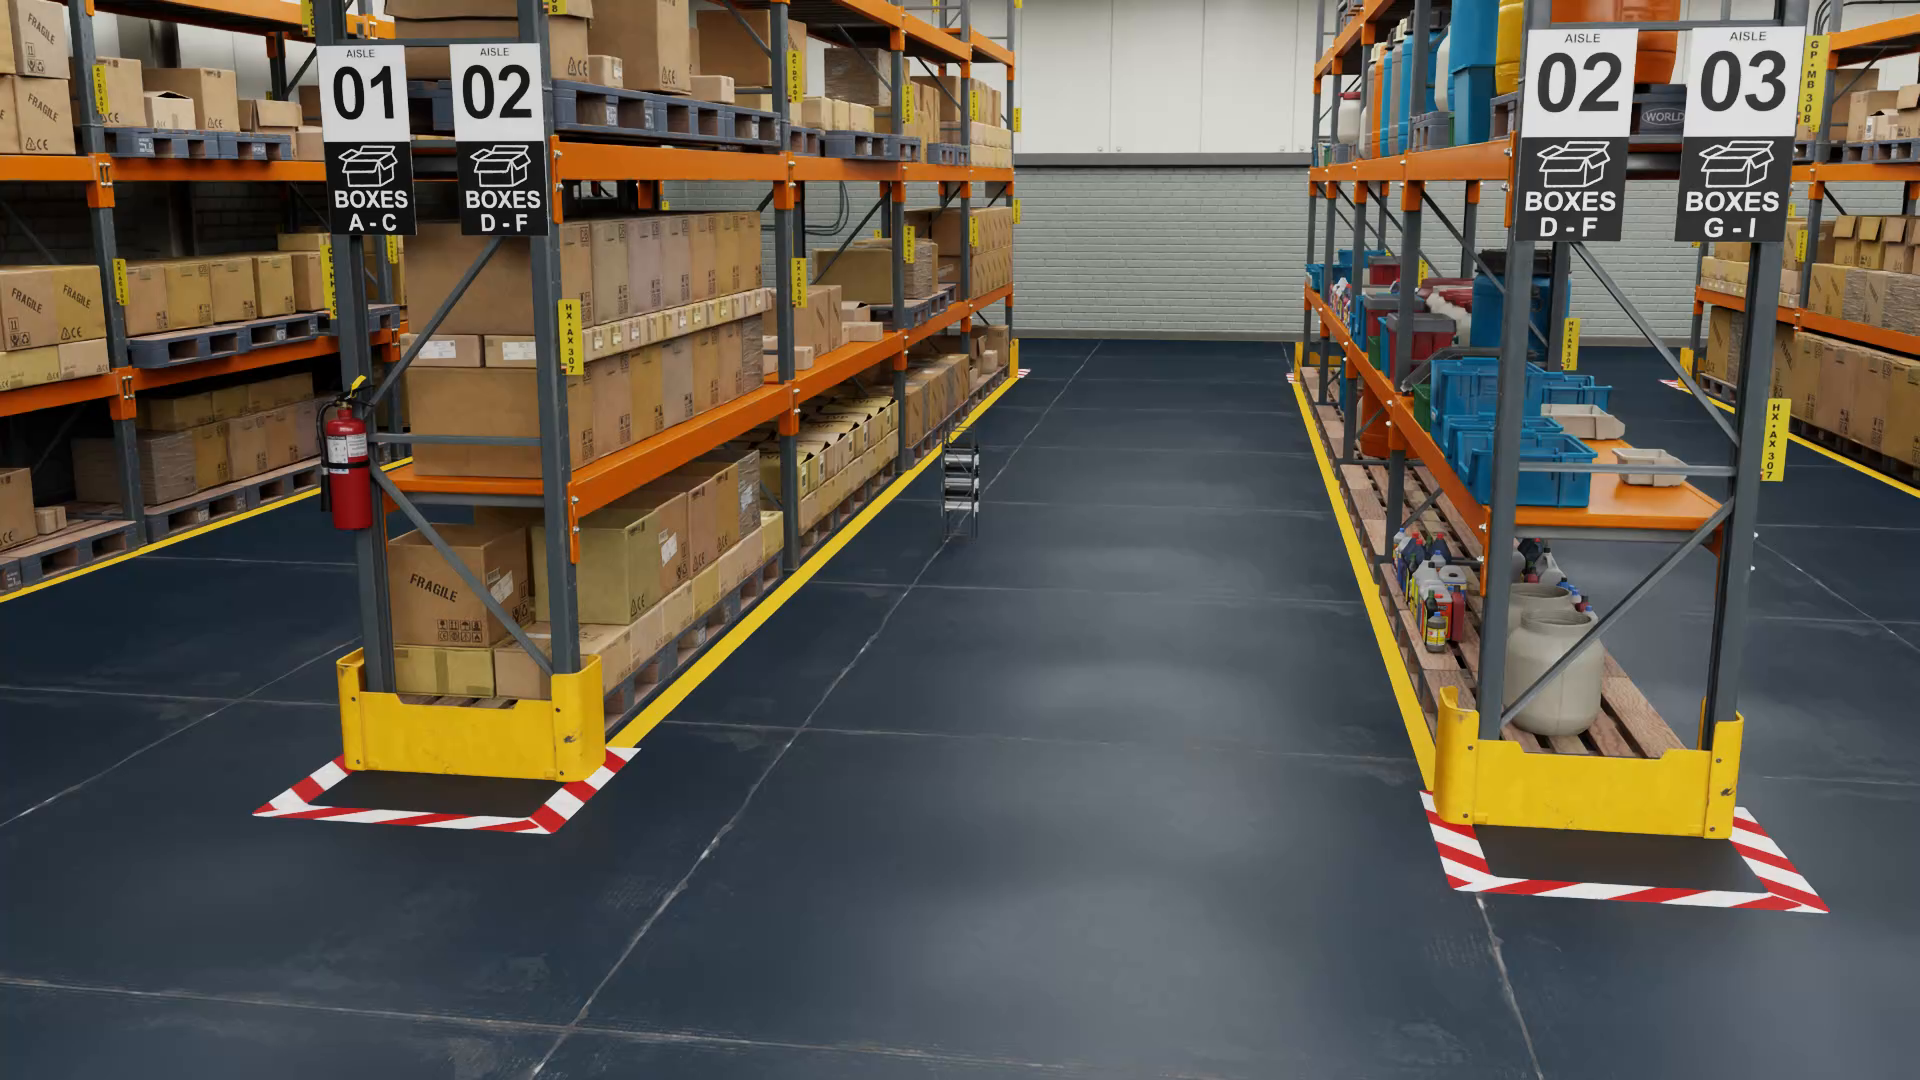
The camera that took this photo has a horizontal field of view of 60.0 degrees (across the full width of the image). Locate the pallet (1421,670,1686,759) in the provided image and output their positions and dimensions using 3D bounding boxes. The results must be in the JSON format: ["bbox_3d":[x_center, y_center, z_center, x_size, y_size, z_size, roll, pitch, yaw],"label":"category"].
[{"bbox_3d":[2.753,0.900,7.817,1.003,0.211,1.213,2,12,9],"label":"pallet"}]

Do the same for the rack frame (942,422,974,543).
[{"bbox_3d":[-0.014,-0.420,12.308,0.240,0.900,0.006,2,12,9],"label":"rack frame"}]

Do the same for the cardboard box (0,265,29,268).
[{"bbox_3d":[-6.795,-1.643,11.524,0.500,0.500,0.500,2,12,7],"label":"cardboard box"}]

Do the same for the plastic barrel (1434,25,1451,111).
[{"bbox_3d":[3.012,-2.753,9.764,0.421,0.512,0.421,0,12,0],"label":"plastic barrel"}]

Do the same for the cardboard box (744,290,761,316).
[{"bbox_3d":[-1.492,-1.522,10.659,0.380,0.149,0.250,2,12,7],"label":"cardboard box"}]

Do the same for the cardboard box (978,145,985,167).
[{"bbox_3d":[0.009,-4.526,19.613,0.500,0.250,0.500,2,12,9],"label":"cardboard box"}]

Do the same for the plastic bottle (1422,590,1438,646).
[{"bbox_3d":[2.506,0.414,8.854,0.061,0.283,0.133,2,12,10],"label":"plastic bottle"}]

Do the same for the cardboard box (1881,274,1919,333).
[{"bbox_3d":[8.772,-2.153,15.128,0.500,0.500,0.500,1,12,7],"label":"cardboard box"}]

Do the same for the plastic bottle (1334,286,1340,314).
[{"bbox_3d":[3.888,-2.471,17.114,0.061,0.283,0.133,2,12,9],"label":"plastic bottle"}]

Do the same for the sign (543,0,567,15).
[{"bbox_3d":[-1.689,-2.351,6.901,0.100,0.325,0.005,2,12,9],"label":"sign"}]

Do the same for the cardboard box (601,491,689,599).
[{"bbox_3d":[-1.795,0.021,9.026,0.500,0.500,0.500,2,12,9],"label":"cardboard box"}]

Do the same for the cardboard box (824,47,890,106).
[{"bbox_3d":[-0.933,-4.198,15.123,0.500,0.500,0.500,2,12,9],"label":"cardboard box"}]

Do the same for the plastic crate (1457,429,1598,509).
[{"bbox_3d":[2.438,-0.318,7.203,0.499,0.251,0.616,2,12,9],"label":"plastic crate"}]

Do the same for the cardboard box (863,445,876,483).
[{"bbox_3d":[-1.002,-0.635,13.851,0.500,0.250,0.500,2,12,10],"label":"cardboard box"}]

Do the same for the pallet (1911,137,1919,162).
[{"bbox_3d":[8.828,-3.292,13.975,1.213,0.211,1.003,2,12,11],"label":"pallet"}]

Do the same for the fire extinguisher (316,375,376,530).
[{"bbox_3d":[-2.714,-0.391,7.371,0.296,0.674,0.183,2,12,9],"label":"fire extinguisher"}]

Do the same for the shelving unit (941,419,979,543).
[{"bbox_3d":[0.001,-0.442,12.406,0.258,0.900,0.210,2,12,9],"label":"shelving unit"}]

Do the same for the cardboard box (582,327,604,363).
[{"bbox_3d":[-1.926,-0.934,7.930,0.380,0.149,0.250,2,12,7],"label":"cardboard box"}]

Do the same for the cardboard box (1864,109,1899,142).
[{"bbox_3d":[9.139,-4.017,16.108,0.500,0.311,0.500,1,12,7],"label":"cardboard box"}]

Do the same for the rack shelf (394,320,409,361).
[{"bbox_3d":[-5.594,-2.328,17.883,1.077,0.370,4.000,2,12,9],"label":"rack shelf"}]

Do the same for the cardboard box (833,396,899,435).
[{"bbox_3d":[-0.844,-1.122,14.778,0.500,0.311,0.500,2,12,10],"label":"cardboard box"}]

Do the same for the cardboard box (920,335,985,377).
[{"bbox_3d":[-0.107,-2.322,21.030,0.797,0.503,0.637,2,12,9],"label":"cardboard box"}]

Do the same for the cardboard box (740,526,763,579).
[{"bbox_3d":[-1.563,0.075,10.554,0.500,0.250,0.500,2,12,9],"label":"cardboard box"}]

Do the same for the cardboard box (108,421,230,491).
[{"bbox_3d":[-6.390,-0.687,13.449,0.700,0.500,0.500,2,12,8],"label":"cardboard box"}]

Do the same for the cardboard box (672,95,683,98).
[{"bbox_3d":[-1.999,-2.723,9.313,0.797,0.503,0.637,3,13,15],"label":"cardboard box"}]

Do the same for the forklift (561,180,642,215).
[{"bbox_3d":[-3.386,-1.941,14.540,1.130,2.935,3.031,-11,16,-41],"label":"forklift"}]

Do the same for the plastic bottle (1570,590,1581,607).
[{"bbox_3d":[3.297,0.403,8.935,0.097,0.271,0.097,0,12,0],"label":"plastic bottle"}]

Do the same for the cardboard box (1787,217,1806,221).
[{"bbox_3d":[10.197,-3.776,20.764,0.500,0.500,0.500,2,12,9],"label":"cardboard box"}]

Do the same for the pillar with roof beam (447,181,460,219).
[{"bbox_3d":[-1.780,-6.063,19.266,9.100,9.000,0.400,2,12,9],"label":"pillar with roof beam"}]

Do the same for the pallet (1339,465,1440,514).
[{"bbox_3d":[3.730,-0.419,13.938,1.003,0.211,1.213,2,12,9],"label":"pallet"}]

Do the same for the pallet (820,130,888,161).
[{"bbox_3d":[-1.191,-3.101,13.089,1.003,0.211,1.213,2,12,11],"label":"pallet"}]

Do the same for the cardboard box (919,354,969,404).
[{"bbox_3d":[-0.184,-1.817,18.695,0.500,0.500,0.500,2,12,8],"label":"cardboard box"}]

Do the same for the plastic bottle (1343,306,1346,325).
[{"bbox_3d":[3.704,-2.157,15.852,0.097,0.201,0.097,0,12,0],"label":"plastic bottle"}]

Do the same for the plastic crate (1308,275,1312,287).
[{"bbox_3d":[4.519,-3.262,20.993,0.250,0.136,0.298,2,12,9],"label":"plastic crate"}]

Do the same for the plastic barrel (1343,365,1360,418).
[{"bbox_3d":[4.293,-1.694,17.220,0.600,0.901,0.708,2,12,9],"label":"plastic barrel"}]

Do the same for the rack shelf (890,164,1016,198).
[{"bbox_3d":[-0.084,-4.467,20.690,1.077,0.370,4.000,2,12,9],"label":"rack shelf"}]

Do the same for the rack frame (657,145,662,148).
[{"bbox_3d":[-4.671,-6.861,22.971,1.000,3.000,0.127,2,12,9],"label":"rack frame"}]

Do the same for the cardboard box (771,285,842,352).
[{"bbox_3d":[-1.248,-1.803,13.501,0.500,0.500,0.500,1,12,6],"label":"cardboard box"}]

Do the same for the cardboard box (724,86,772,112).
[{"bbox_3d":[-1.517,-2.997,11.520,0.500,0.250,0.500,3,13,15],"label":"cardboard box"}]

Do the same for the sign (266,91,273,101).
[{"bbox_3d":[-6.449,-4.041,15.588,0.100,0.325,0.005,2,12,9],"label":"sign"}]

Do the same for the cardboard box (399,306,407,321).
[{"bbox_3d":[-5.622,-2.211,16.183,0.380,0.149,0.250,2,12,8],"label":"cardboard box"}]

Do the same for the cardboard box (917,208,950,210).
[{"bbox_3d":[-0.337,-3.904,20.878,0.500,0.500,0.500,2,12,8],"label":"cardboard box"}]

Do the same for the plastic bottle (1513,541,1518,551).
[{"bbox_3d":[3.316,0.109,10.111,0.144,0.351,0.185,2,12,9],"label":"plastic bottle"}]

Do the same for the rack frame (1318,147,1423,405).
[{"bbox_3d":[4.503,-2.775,18.250,1.000,3.000,0.127,2,12,9],"label":"rack frame"}]

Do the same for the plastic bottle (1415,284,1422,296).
[{"bbox_3d":[4.515,-2.320,16.254,0.144,0.351,0.185,2,12,9],"label":"plastic bottle"}]

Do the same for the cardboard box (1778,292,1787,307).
[{"bbox_3d":[9.159,-2.620,18.125,0.380,0.149,0.250,2,12,10],"label":"cardboard box"}]

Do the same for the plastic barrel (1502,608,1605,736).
[{"bbox_3d":[2.683,0.594,7.524,0.421,0.512,0.421,0,12,0],"label":"plastic barrel"}]

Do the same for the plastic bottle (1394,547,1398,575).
[{"bbox_3d":[2.775,0.116,10.431,0.097,0.201,0.097,0,12,0],"label":"plastic bottle"}]

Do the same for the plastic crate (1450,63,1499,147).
[{"bbox_3d":[2.653,-2.142,8.232,0.392,0.384,0.575,2,12,9],"label":"plastic crate"}]

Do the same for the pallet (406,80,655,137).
[{"bbox_3d":[-2.102,-2.008,7.779,1.003,0.211,1.213,2,12,9],"label":"pallet"}]

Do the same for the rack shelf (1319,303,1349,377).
[{"bbox_3d":[4.195,-2.007,16.394,1.077,0.370,4.000,2,12,9],"label":"rack shelf"}]

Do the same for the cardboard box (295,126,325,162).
[{"bbox_3d":[-5.746,-3.537,14.831,0.500,0.311,0.500,2,12,9],"label":"cardboard box"}]

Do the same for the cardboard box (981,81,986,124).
[{"bbox_3d":[-0.066,-5.247,19.987,0.700,0.500,0.500,2,12,9],"label":"cardboard box"}]

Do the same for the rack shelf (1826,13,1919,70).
[{"bbox_3d":[9.089,-4.584,15.059,1.077,0.370,4.000,2,12,9],"label":"rack shelf"}]

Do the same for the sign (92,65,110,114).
[{"bbox_3d":[-5.979,-3.134,11.567,0.100,0.325,0.005,2,12,9],"label":"sign"}]
